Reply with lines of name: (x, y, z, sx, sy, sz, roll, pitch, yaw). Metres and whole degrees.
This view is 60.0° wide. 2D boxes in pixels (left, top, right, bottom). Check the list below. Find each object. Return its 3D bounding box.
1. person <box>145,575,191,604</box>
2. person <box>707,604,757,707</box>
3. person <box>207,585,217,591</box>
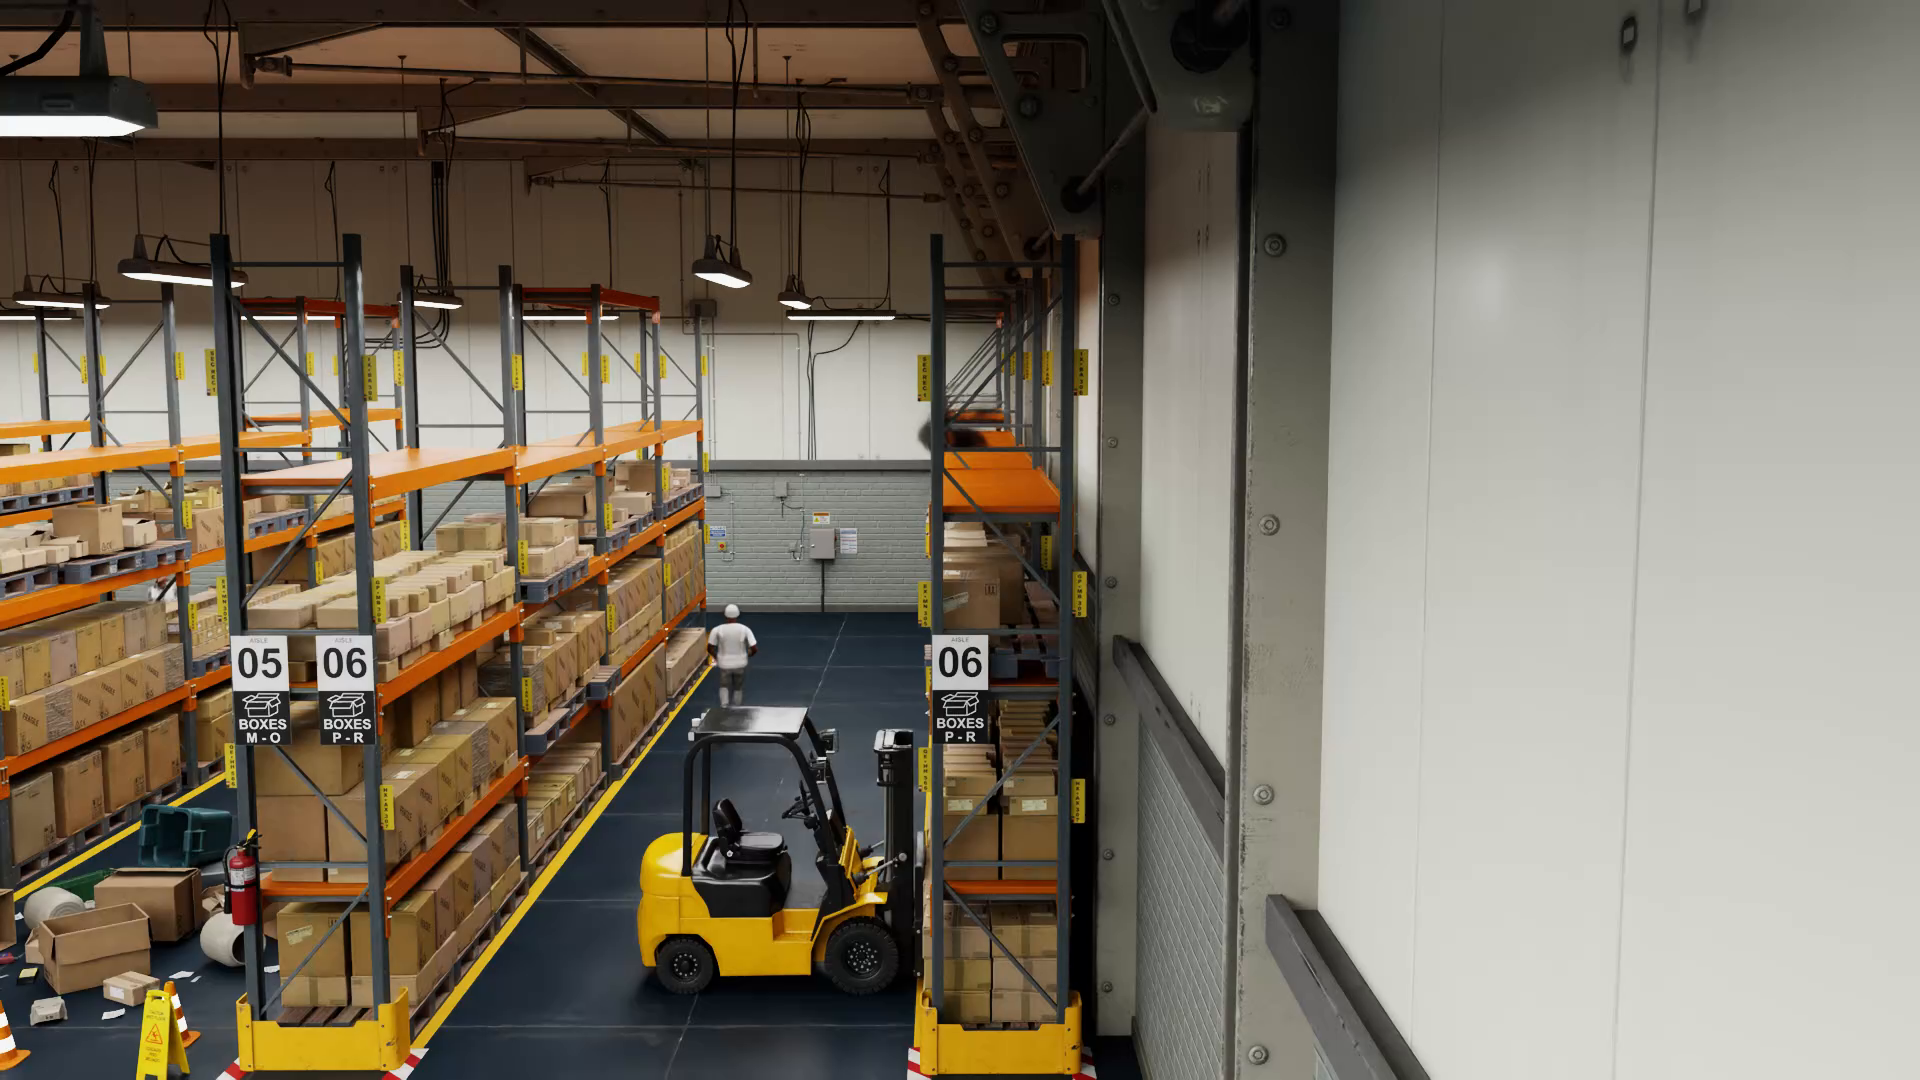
person: (-12.950, 1.301, 27.199, 0.689, 1.780, 0.871, -1, 6, -5)
person: (-3.185, 1.746, 23.254, 0.696, 1.718, 0.605, -1, 6, -7)
person: (-11.430, 1.530, 25.575, 0.580, 1.684, 0.673, 1, 6, 7)
